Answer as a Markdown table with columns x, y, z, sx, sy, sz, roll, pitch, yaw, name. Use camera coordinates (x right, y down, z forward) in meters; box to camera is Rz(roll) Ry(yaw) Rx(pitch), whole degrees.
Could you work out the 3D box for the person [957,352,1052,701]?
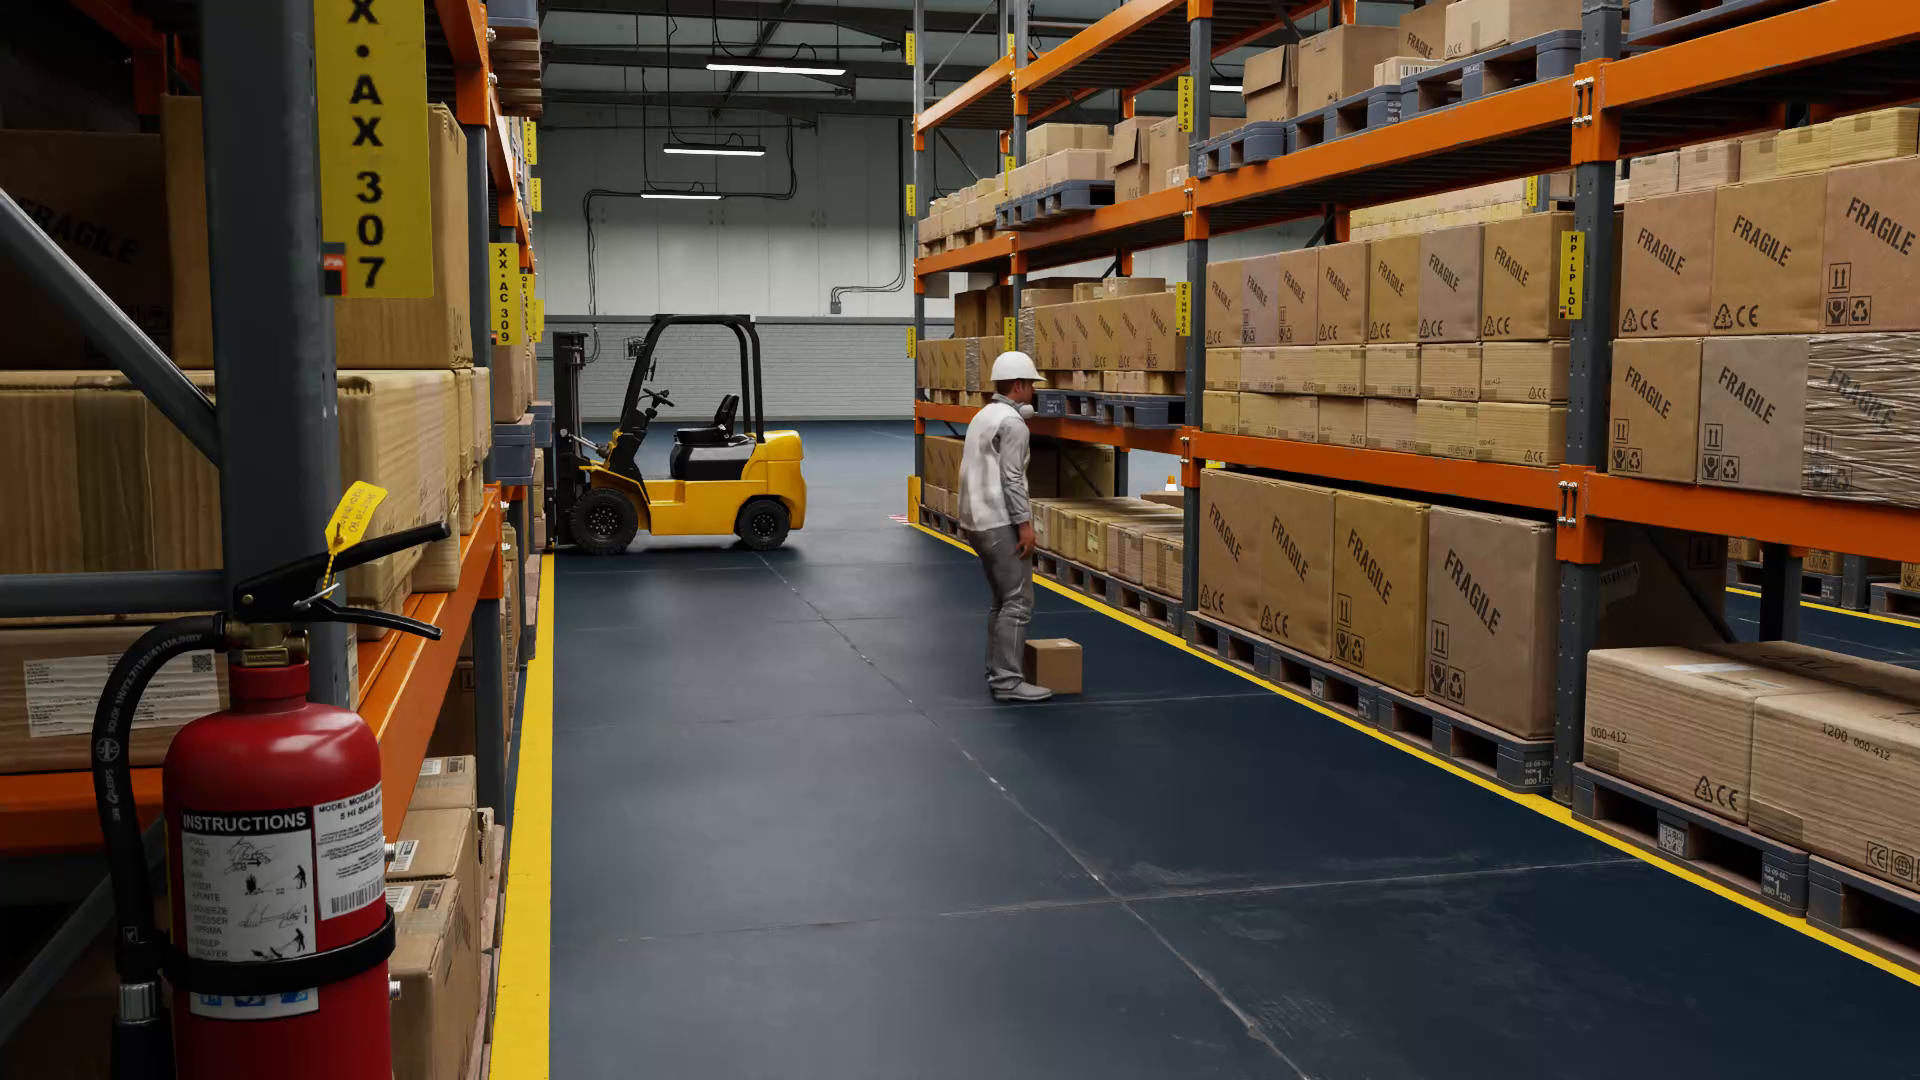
| x | y | z | sx | sy | sz | roll | pitch | yaw | name |
| --- | --- | --- | --- | --- | --- | --- | --- | --- | --- |
| 0.234 | -0.083 | 8.598 | 0.476 | 1.770 | 0.587 | -2 | 6 | -17 | person |
